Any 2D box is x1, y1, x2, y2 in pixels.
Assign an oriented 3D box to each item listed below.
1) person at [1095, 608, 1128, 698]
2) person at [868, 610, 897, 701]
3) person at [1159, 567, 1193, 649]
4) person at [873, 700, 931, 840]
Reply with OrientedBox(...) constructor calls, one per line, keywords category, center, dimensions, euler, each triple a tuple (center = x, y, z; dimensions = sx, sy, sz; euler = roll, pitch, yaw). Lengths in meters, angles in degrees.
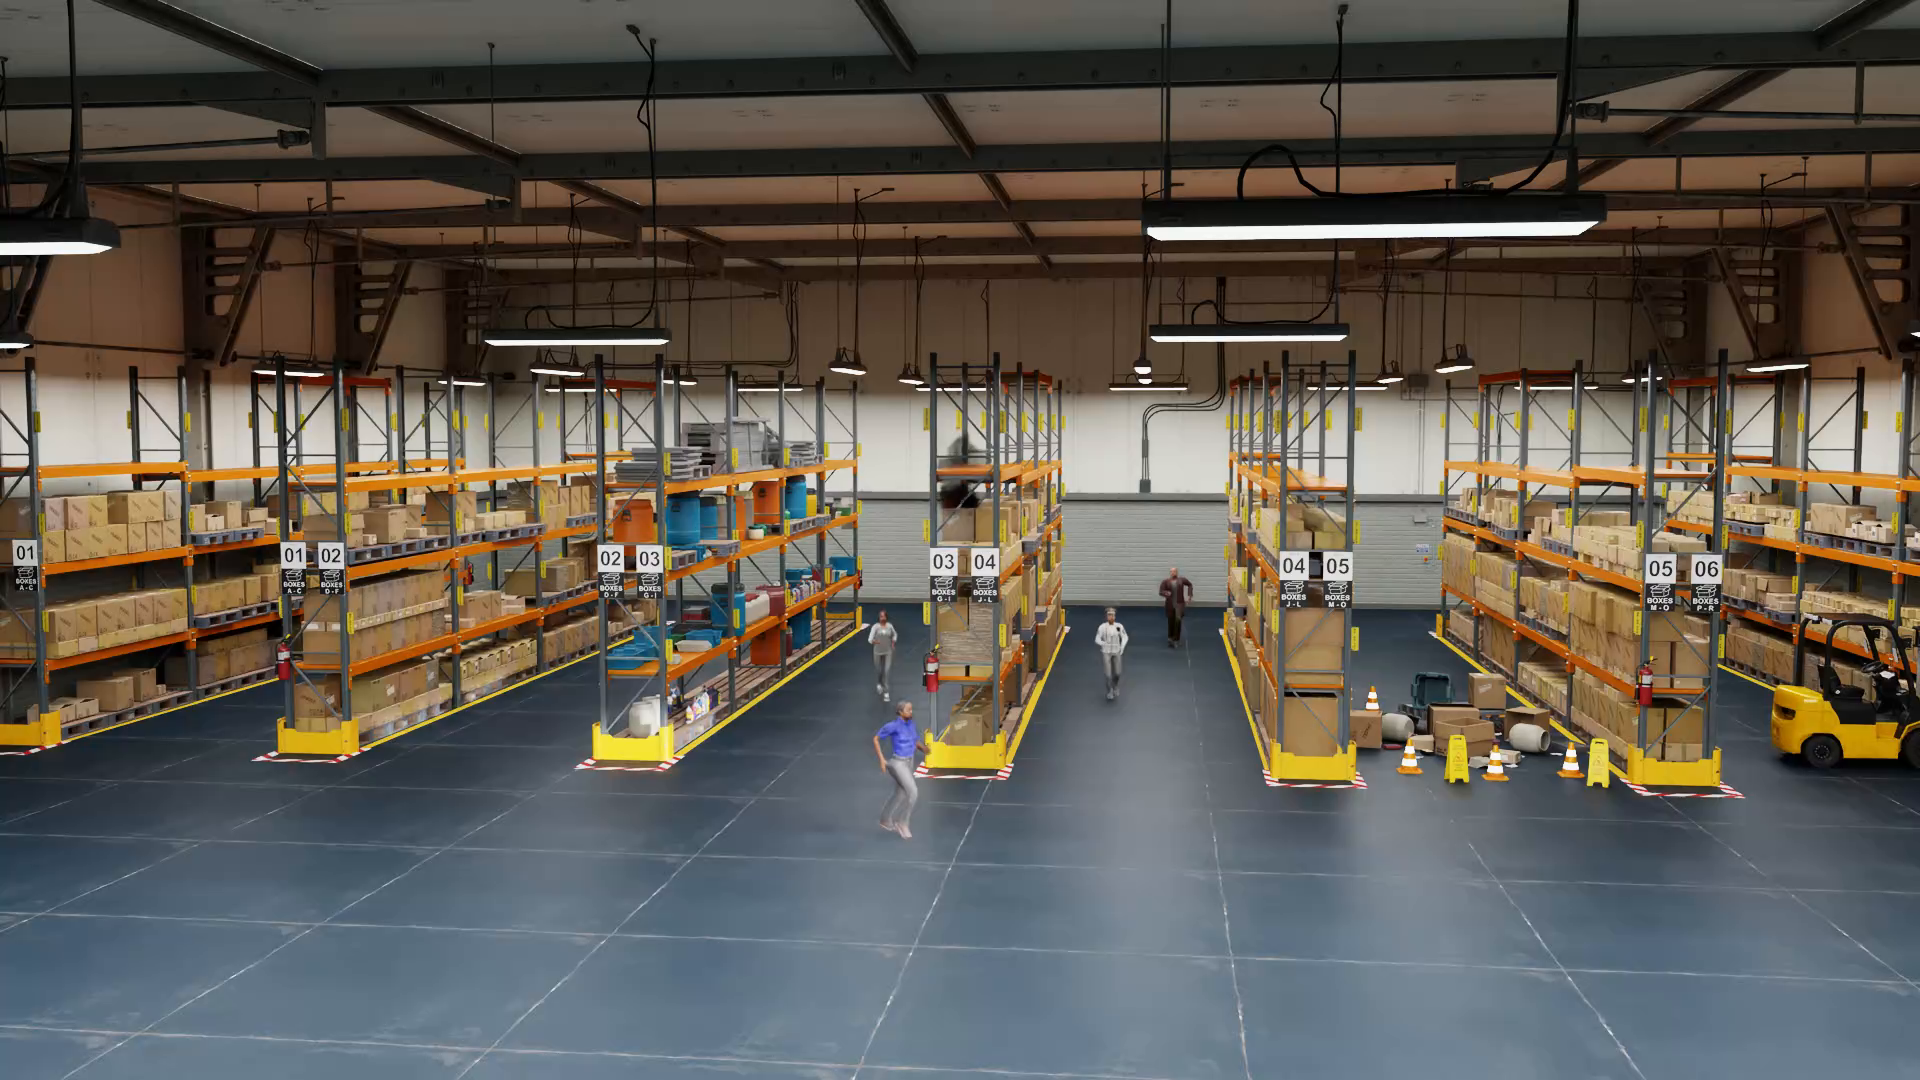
OrientedBox(category="person", center=(2.746, 2.046, 29.994), dimensions=(0.603, 1.654, 0.542), euler=(0, 4, 1))
OrientedBox(category="person", center=(-1.381, 2.066, 29.930), dimensions=(0.545, 1.562, 0.851), euler=(-1, 4, -8))
OrientedBox(category="person", center=(4.805, 1.501, 37.047), dimensions=(0.730, 1.827, 0.976), euler=(1, 4, 15))
OrientedBox(category="person", center=(-0.686, 2.767, 20.047), dimensions=(0.789, 1.690, 0.536), euler=(3, 5, 32))
